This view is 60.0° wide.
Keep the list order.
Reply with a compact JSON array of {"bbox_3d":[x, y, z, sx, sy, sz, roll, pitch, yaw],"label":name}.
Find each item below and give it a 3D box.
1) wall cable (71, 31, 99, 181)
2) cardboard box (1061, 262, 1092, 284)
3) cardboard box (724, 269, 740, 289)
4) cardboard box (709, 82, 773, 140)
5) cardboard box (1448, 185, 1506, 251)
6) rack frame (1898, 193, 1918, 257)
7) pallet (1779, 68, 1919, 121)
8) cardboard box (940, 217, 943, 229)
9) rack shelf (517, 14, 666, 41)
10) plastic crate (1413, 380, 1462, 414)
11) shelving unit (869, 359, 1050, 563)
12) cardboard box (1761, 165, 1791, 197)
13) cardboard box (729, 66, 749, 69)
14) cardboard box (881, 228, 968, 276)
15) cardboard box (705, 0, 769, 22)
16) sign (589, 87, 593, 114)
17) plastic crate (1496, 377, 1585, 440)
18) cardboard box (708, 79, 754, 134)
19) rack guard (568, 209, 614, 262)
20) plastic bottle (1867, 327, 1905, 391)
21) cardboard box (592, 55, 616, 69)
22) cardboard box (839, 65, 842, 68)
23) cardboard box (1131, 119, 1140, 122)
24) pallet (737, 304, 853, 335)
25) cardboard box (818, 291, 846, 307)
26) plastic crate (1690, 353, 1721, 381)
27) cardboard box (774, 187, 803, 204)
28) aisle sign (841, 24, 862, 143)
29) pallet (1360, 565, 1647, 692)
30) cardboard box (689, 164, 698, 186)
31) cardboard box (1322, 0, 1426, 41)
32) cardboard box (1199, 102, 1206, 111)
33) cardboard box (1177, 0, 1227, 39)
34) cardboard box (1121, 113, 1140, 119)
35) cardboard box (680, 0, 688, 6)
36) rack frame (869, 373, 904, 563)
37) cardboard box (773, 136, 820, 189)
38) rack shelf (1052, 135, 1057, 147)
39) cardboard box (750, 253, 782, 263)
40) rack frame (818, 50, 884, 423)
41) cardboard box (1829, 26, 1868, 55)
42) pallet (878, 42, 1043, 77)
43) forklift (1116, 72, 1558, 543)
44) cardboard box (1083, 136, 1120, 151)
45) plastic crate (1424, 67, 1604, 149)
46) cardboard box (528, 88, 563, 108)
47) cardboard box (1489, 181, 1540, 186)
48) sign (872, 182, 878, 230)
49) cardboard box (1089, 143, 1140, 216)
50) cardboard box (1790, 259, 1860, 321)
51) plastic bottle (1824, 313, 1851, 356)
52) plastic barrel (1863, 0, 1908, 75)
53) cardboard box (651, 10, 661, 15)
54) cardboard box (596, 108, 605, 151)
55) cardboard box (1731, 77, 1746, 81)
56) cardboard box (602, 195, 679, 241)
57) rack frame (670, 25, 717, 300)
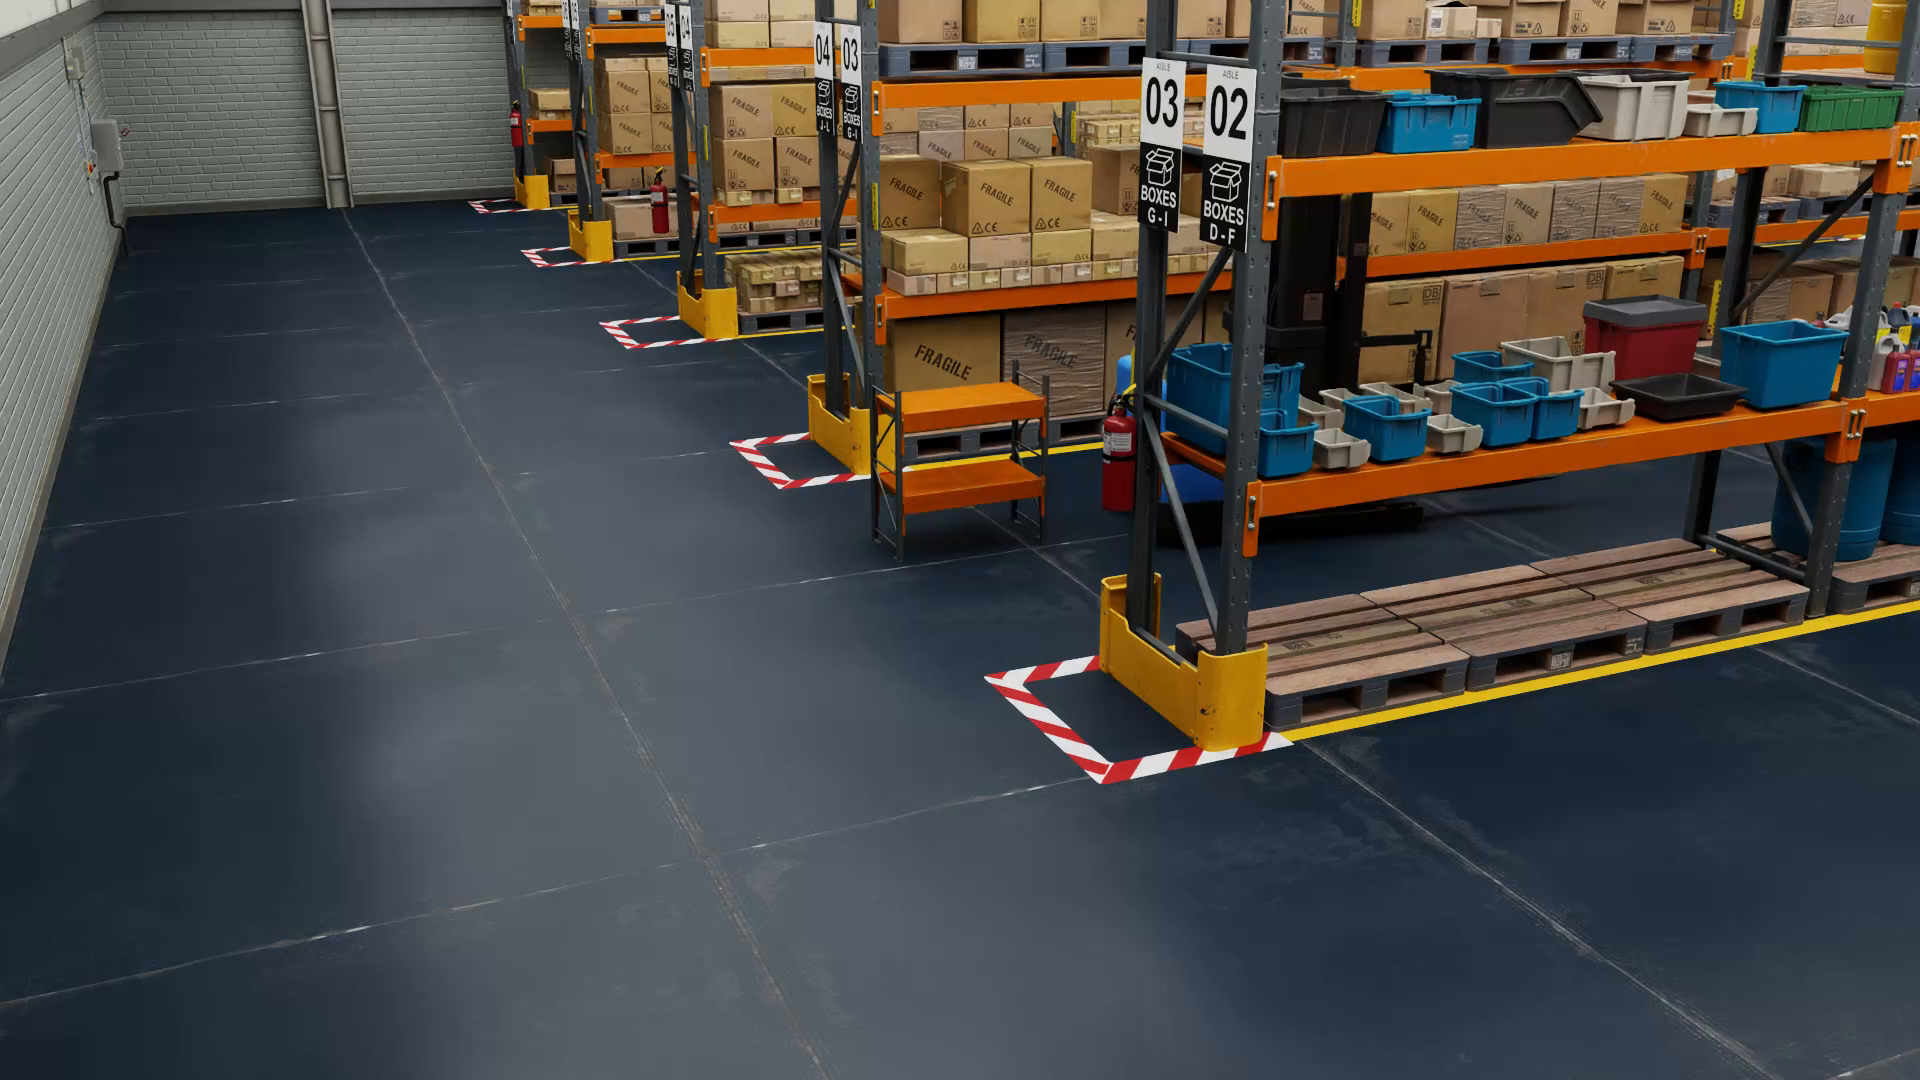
[{"bbox_3d":[-10.485,-5.278,19.966,0.122,1.984,0.588,-8,21,-22],"label":"wall cable"},{"bbox_3d":[0.817,-2.092,12.826,0.250,0.149,0.380,-8,21,-23],"label":"cardboard box"},{"bbox_3d":[-2.319,-2.771,17.587,0.250,0.149,0.380,-9,21,-23],"label":"cardboard box"},{"bbox_3d":[-2.173,-4.258,16.494,0.500,0.500,0.500,-8,21,-22],"label":"cardboard box"},{"bbox_3d":[4.296,-2.784,14.263,0.500,0.500,0.500,-9,21,-23],"label":"cardboard box"},{"bbox_3d":[10.199,-3.673,16.938,0.127,3.000,1.000,-8,21,-22],"label":"rack frame"},{"bbox_3d":[5.497,-2.569,9.570,1.003,0.211,1.213,-8,21,-22],"label":"pallet"},{"bbox_3d":[-0.013,-2.376,13.030,0.500,0.250,0.500,-9,21,-23],"label":"cardboard box"},{"bbox_3d":[-4.877,-7.969,25.704,4.000,0.370,1.077,-8,21,-22],"label":"rack shelf"},{"bbox_3d":[2.602,-0.773,9.008,0.250,0.136,0.298,-8,21,-22],"label":"plastic crate"},{"bbox_3d":[-0.006,-0.530,10.833,1.048,1.125,0.538,-8,21,-22],"label":"shelving unit"},{"bbox_3d":[7.480,-3.580,15.889,0.500,0.500,0.700,-5,20,-14],"label":"cardboard box"},{"bbox_3d":[-2.868,-6.095,21.183,0.250,0.149,0.380,-9,21,-23],"label":"cardboard box"},{"bbox_3d":[-0.271,-2.145,12.376,0.500,0.250,0.500,-9,21,-23],"label":"cardboard box"},{"bbox_3d":[-2.176,-5.180,16.175,0.500,0.250,0.500,-8,21,-21],"label":"cardboard box"},{"bbox_3d":[-4.530,-5.392,20.398,0.005,0.325,0.100,-8,21,-22],"label":"sign"},{"bbox_3d":[2.985,-0.678,8.594,0.300,0.233,0.416,-8,21,-22],"label":"plastic crate"},{"bbox_3d":[-2.369,-4.416,16.943,0.500,0.500,0.500,-9,21,-23],"label":"cardboard box"},{"bbox_3d":[-4.766,-3.935,21.444,0.348,0.500,1.175,-8,21,-22],"label":"rack guard"},{"bbox_3d":[5.304,-1.040,9.534,0.185,0.351,0.144,-8,21,-22],"label":"plastic bottle"},{"bbox_3d":[-4.494,-6.050,21.055,0.250,0.149,0.380,-8,21,-21],"label":"cardboard box"},{"bbox_3d":[-1.395,-6.015,21.934,0.500,0.500,0.500,-8,21,-22],"label":"cardboard box"},{"bbox_3d":[2.016,-4.490,18.108,0.250,0.149,0.380,-8,21,-21],"label":"cardboard box"},{"bbox_3d":[-1.861,-2.411,17.553,1.213,0.211,1.003,-8,21,-22],"label":"pallet"},{"bbox_3d":[-1.372,-2.540,17.379,0.250,0.149,0.380,-8,21,-21],"label":"cardboard box"},{"bbox_3d":[4.332,-0.997,9.643,0.243,0.136,0.396,-8,21,-22],"label":"plastic crate"},{"bbox_3d":[-1.778,-3.510,16.852,0.250,0.149,0.380,-9,21,-23],"label":"cardboard box"},{"bbox_3d":[-0.766,-3.220,11.736,0.004,0.787,0.394,-8,21,-22],"label":"aisle sign"},{"bbox_3d":[3.034,0.475,9.355,1.213,0.211,1.003,-8,21,-22],"label":"pallet"},{"bbox_3d":[-4.361,-5.938,26.501,0.500,0.500,0.700,-9,21,-24],"label":"cardboard box"},{"bbox_3d":[3.382,-4.360,13.590,0.500,0.500,0.700,-8,21,-21],"label":"cardboard box"},{"bbox_3d":[3.516,-6.284,24.098,0.250,0.149,0.380,-10,22,-25],"label":"cardboard box"},{"bbox_3d":[1.663,-4.138,12.807,0.500,0.500,0.700,-7,21,-19],"label":"cardboard box"},{"bbox_3d":[1.999,-4.723,18.769,0.250,0.149,0.380,-8,21,-22],"label":"cardboard box"},{"bbox_3d":[-3.350,-6.917,20.984,0.500,0.311,0.500,-8,21,-21],"label":"cardboard box"},{"bbox_3d":[-0.473,-0.463,10.643,0.032,1.125,0.500,-8,21,-22],"label":"rack frame"},{"bbox_3d":[-1.688,-3.861,16.873,0.500,0.500,0.500,-8,21,-22],"label":"cardboard box"},{"bbox_3d":[0.765,-5.567,23.399,4.000,0.370,1.077,-8,21,-22],"label":"rack shelf"},{"bbox_3d":[-2.052,-2.917,17.555,0.250,0.149,0.380,-8,21,-21],"label":"cardboard box"},{"bbox_3d":[-0.819,-2.095,12.455,0.127,3.000,1.000,-8,21,-22],"label":"rack frame"},{"bbox_3d":[7.999,-4.613,15.317,0.500,0.250,0.500,-8,21,-21],"label":"cardboard box"},{"bbox_3d":[-0.142,-3.569,12.258,1.213,0.211,1.003,-8,21,-22],"label":"pallet"},{"bbox_3d":[2.636,-1.604,11.165,3.031,2.935,1.130,-5,20,-13],"label":"forklift"},{"bbox_3d":[1.526,-4.278,17.954,0.250,0.149,0.380,-8,21,-21],"label":"cardboard box"},{"bbox_3d":[2.655,-2.087,8.010,0.767,0.338,0.504,-8,21,-22],"label":"plastic crate"},{"bbox_3d":[-6.397,-6.841,25.713,0.500,0.250,0.500,-8,21,-20],"label":"cardboard box"},{"bbox_3d":[4.636,-3.401,14.504,0.637,0.503,0.797,-7,21,-20],"label":"cardboard box"},{"bbox_3d":[-0.605,-2.370,11.815,0.005,0.325,0.100,-8,21,-22],"label":"sign"},{"bbox_3d":[1.382,-2.927,13.467,0.500,0.500,0.500,-9,21,-24],"label":"cardboard box"},{"bbox_3d":[8.668,-2.497,16.698,0.500,0.500,0.700,-10,22,-27],"label":"cardboard box"},{"bbox_3d":[5.385,-1.251,10.244,0.135,0.276,0.152,-8,21,-22],"label":"plastic bottle"},{"bbox_3d":[5.573,-2.994,9.577,0.600,0.588,0.600,0,19,0],"label":"plastic barrel"},{"bbox_3d":[-4.656,-8.104,25.382,0.250,0.149,0.380,-8,21,-21],"label":"cardboard box"},{"bbox_3d":[-4.406,-5.308,21.431,0.500,0.500,0.500,-8,21,-22],"label":"cardboard box"},{"bbox_3d":[9.689,-5.954,21.564,0.550,0.550,0.875,-8,21,-22],"label":"cardboard box"},{"bbox_3d":[-4.178,-4.224,21.727,0.875,0.438,0.875,-9,21,-24],"label":"cardboard box"},{"bbox_3d":[-2.691,-3.621,16.788,0.127,3.000,1.000,-8,21,-22],"label":"rack frame"}]
